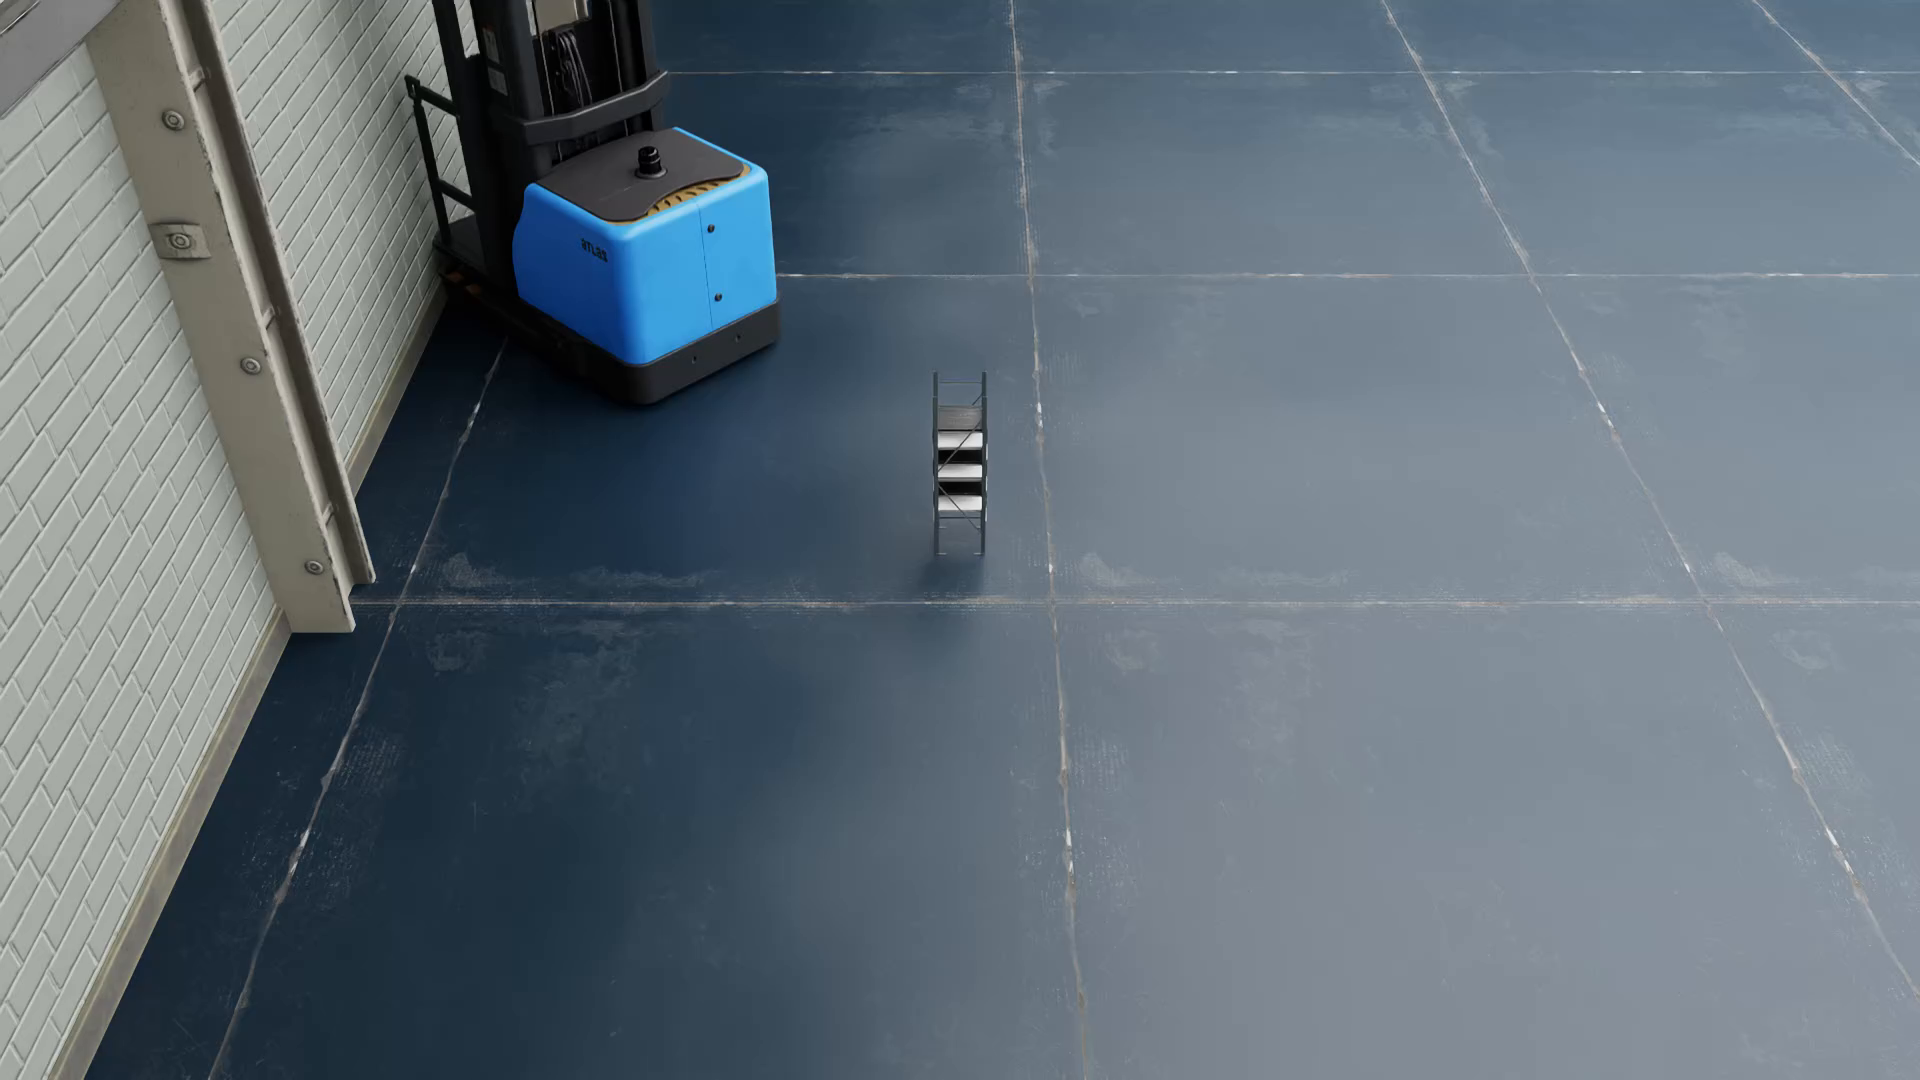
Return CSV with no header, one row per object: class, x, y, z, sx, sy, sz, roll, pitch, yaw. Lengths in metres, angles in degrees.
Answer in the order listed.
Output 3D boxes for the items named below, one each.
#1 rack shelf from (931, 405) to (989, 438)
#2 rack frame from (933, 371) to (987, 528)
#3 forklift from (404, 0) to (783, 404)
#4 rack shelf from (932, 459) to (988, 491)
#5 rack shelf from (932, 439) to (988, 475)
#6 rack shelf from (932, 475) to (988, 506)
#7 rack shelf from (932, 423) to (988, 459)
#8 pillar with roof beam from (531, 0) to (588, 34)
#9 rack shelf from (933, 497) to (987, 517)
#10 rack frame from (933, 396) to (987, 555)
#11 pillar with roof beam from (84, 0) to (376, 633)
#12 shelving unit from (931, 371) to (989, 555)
rack shelf,0.000,-0.531,7.560,0.258,0.077,0.200,0,39,0
rack frame,0.000,-0.410,7.787,0.240,0.900,0.006,0,39,0
forklift,-2.403,-2.667,8.980,3.031,2.935,1.130,31,48,33
rack shelf,0.000,-0.320,7.729,0.258,0.077,0.200,0,39,0
rack shelf,0.000,-0.390,7.672,0.258,0.077,0.200,0,39,0
rack shelf,0.000,-0.250,7.785,0.258,0.077,0.200,0,39,0
rack shelf,0.000,-0.461,7.616,0.258,0.077,0.200,0,39,0
pillar with roof beam,1.411,-6.975,9.504,9.100,9.000,0.400,0,39,0
rack shelf,0.000,-0.180,7.841,0.258,0.077,0.200,0,39,0
rack frame,0.000,-0.282,7.628,0.240,0.900,0.006,0,39,0
pillar with roof beam,1.418,-3.223,4.822,9.100,9.000,0.400,0,39,0
shelving unit,0.000,-0.346,7.708,0.258,0.900,0.210,0,39,0
